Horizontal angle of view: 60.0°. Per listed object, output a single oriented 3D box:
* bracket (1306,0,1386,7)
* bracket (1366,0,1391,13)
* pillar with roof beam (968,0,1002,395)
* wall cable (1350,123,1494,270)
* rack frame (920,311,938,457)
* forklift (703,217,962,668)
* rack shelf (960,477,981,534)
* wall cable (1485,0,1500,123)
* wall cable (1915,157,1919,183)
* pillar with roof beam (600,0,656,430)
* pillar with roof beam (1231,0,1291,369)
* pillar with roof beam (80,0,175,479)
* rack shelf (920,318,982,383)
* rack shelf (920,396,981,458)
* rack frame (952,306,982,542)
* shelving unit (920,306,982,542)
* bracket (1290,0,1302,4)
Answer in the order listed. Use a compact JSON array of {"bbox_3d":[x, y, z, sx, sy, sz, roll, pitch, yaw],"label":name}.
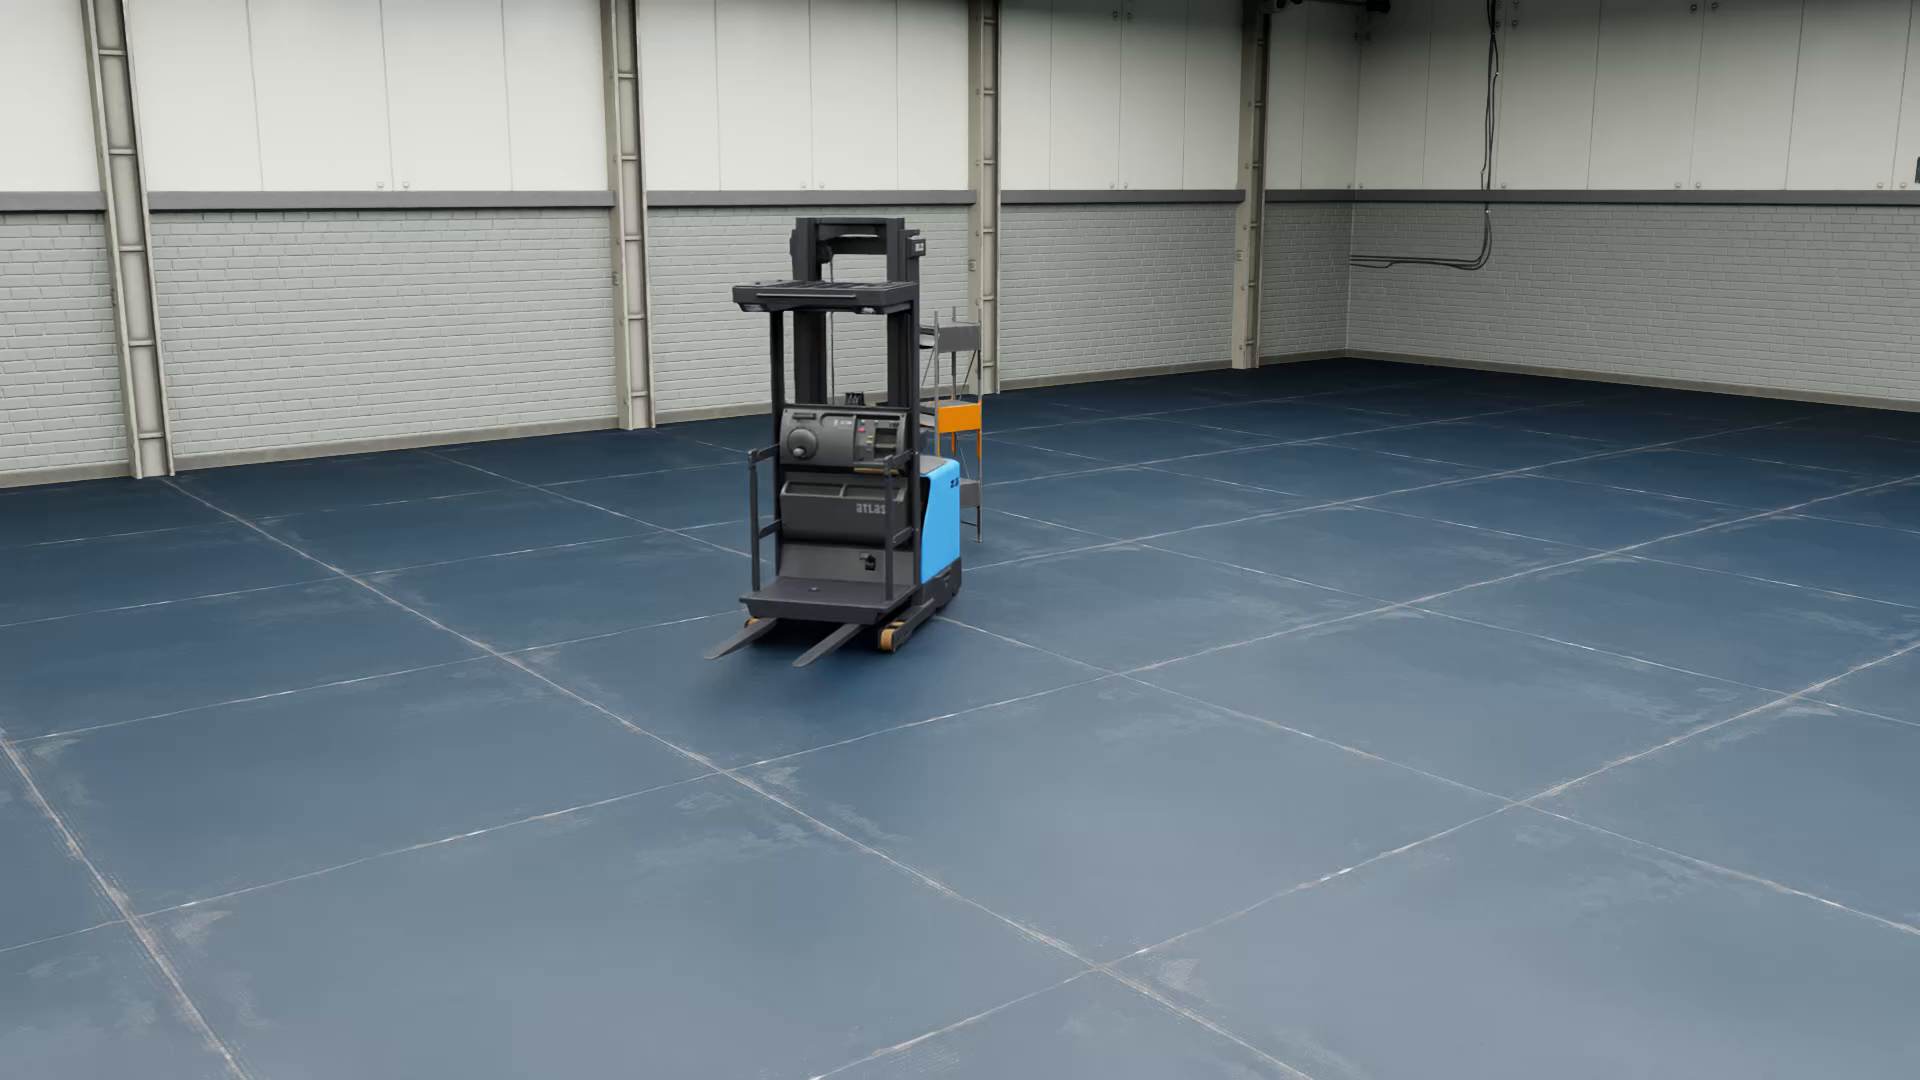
[{"bbox_3d":[6.992,-9.449,29.296,3.189,0.066,0.076,-9,15,-38],"label":"bracket"},{"bbox_3d":[7.453,-9.525,29.657,0.430,0.232,0.235,-9,15,-38],"label":"bracket"},{"bbox_3d":[3.061,-5.984,21.645,0.400,9.000,9.100,-9,15,-38],"label":"pillar with roof beam"},{"bbox_3d":[8.183,-6.110,29.713,0.112,2.526,3.097,-9,15,-38],"label":"wall cable"},{"bbox_3d":[-0.320,-0.974,14.660,0.015,2.100,0.400,-9,15,-38],"label":"rack frame"},{"bbox_3d":[-0.887,-0.749,11.600,1.130,2.935,3.031,3,12,16],"label":"forklift"},{"bbox_3d":[-0.129,-0.308,14.958,0.480,0.518,0.431,-9,15,-38],"label":"rack shelf"},{"bbox_3d":[9.873,-8.141,27.122,0.112,2.526,3.097,-9,15,-38],"label":"wall cable"},{"bbox_3d":[14.102,-7.750,21.776,0.169,6.003,2.305,-9,15,-38],"label":"wall cable"},{"bbox_3d":[-1.624,-5.206,17.979,0.400,9.000,9.100,-9,15,-38],"label":"pillar with roof beam"},{"bbox_3d":[7.746,-6.763,25.312,0.548,9.000,9.100,-9,15,-38],"label":"pillar with roof beam"},{"bbox_3d":[-6.309,-4.427,14.312,0.400,9.000,9.100,-9,15,-38],"label":"pillar with roof beam"},{"bbox_3d":[-0.129,-1.677,14.667,0.480,0.518,0.431,-9,15,-38],"label":"rack shelf"},{"bbox_3d":[-0.129,-0.992,14.812,0.480,0.518,0.431,-9,15,-38],"label":"rack shelf"},{"bbox_3d":[0.061,-1.037,14.959,0.015,2.100,0.400,-9,15,-38],"label":"rack frame"},{"bbox_3d":[-0.129,-1.006,14.810,0.503,2.100,0.431,-9,15,-38],"label":"shelving unit"},{"bbox_3d":[5.603,-9.218,28.209,0.430,0.232,0.235,-9,15,-38],"label":"bracket"}]
